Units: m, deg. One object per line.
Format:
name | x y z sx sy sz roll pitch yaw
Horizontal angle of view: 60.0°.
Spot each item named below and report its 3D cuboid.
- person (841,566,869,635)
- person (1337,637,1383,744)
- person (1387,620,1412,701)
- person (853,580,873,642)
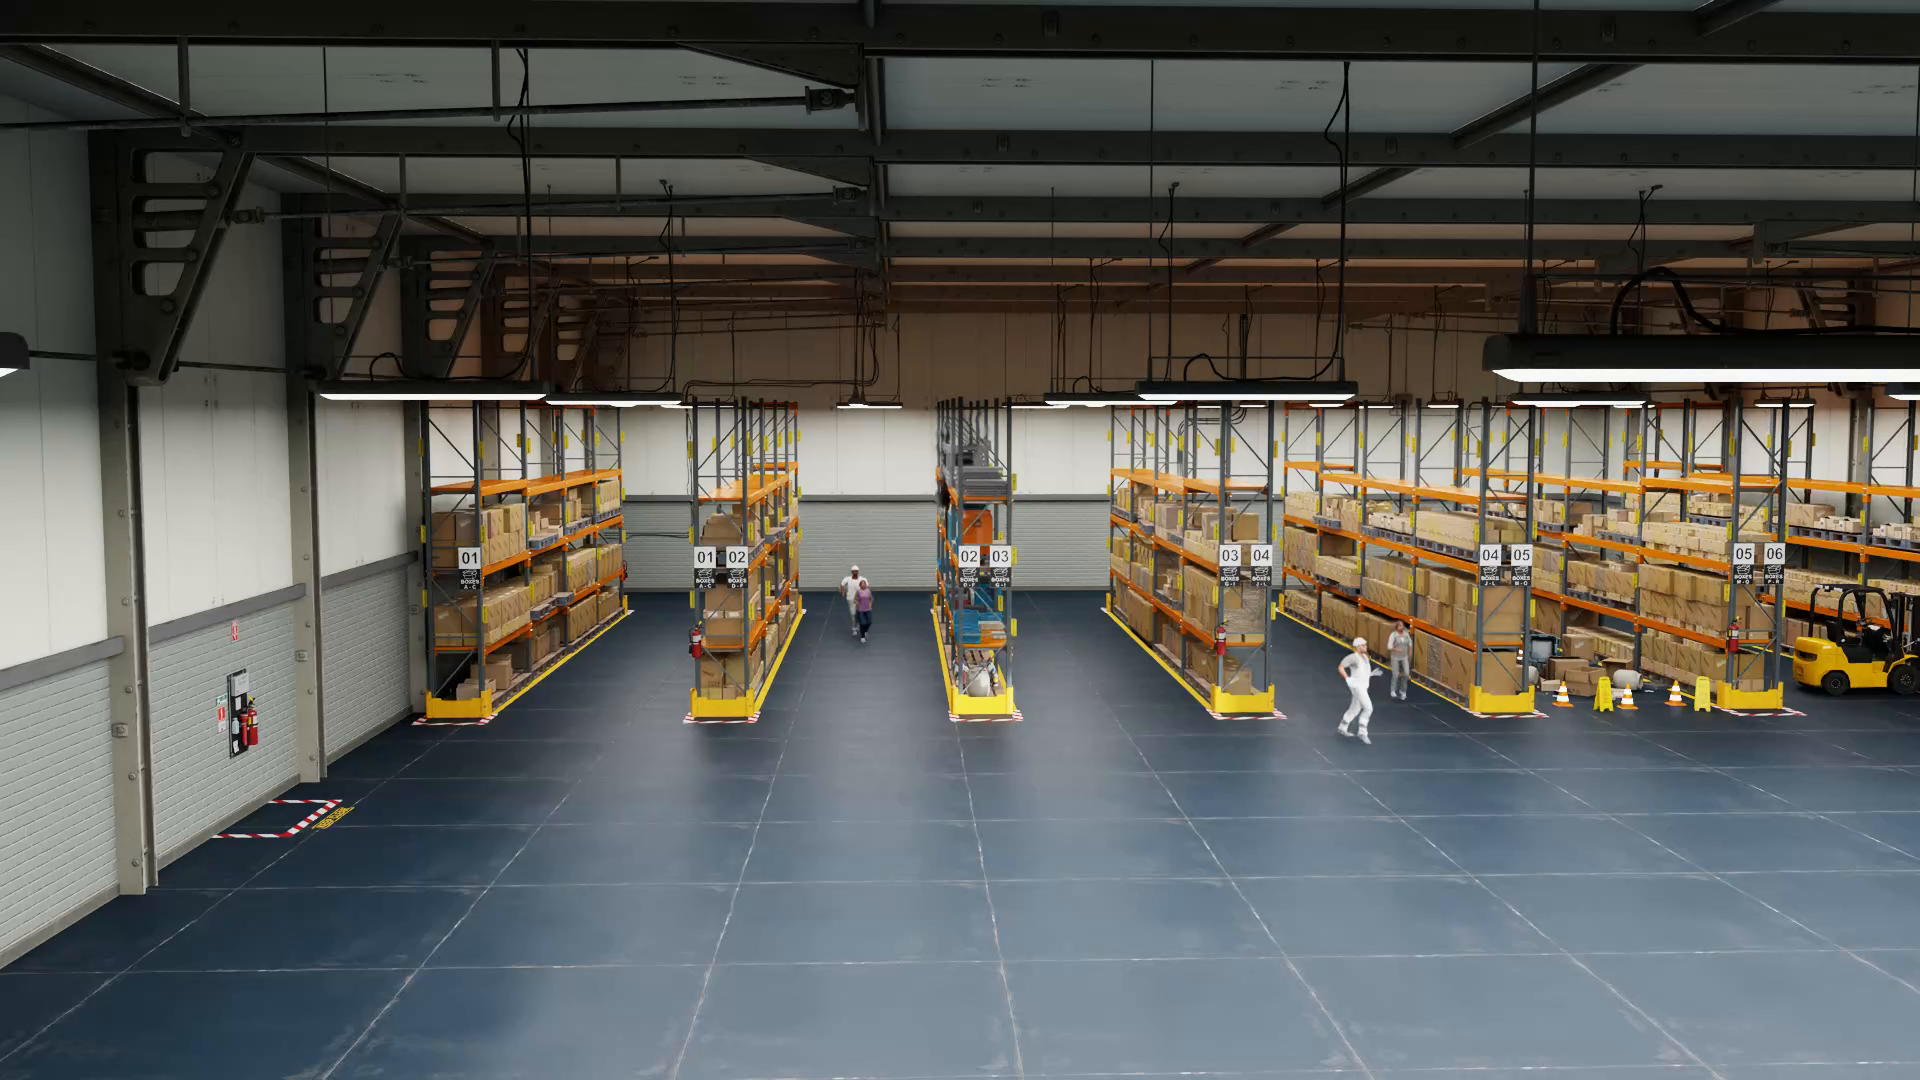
person | -2.685 1.529 42.628 0.706 1.745 0.986 -1 4 -11
person | 6.920 2.607 28.856 0.782 1.846 0.631 3 5 34
person | 8.741 2.392 32.989 0.558 1.625 0.673 0 4 -4
person | -2.369 1.760 41.169 0.526 1.556 0.536 -1 5 -14
